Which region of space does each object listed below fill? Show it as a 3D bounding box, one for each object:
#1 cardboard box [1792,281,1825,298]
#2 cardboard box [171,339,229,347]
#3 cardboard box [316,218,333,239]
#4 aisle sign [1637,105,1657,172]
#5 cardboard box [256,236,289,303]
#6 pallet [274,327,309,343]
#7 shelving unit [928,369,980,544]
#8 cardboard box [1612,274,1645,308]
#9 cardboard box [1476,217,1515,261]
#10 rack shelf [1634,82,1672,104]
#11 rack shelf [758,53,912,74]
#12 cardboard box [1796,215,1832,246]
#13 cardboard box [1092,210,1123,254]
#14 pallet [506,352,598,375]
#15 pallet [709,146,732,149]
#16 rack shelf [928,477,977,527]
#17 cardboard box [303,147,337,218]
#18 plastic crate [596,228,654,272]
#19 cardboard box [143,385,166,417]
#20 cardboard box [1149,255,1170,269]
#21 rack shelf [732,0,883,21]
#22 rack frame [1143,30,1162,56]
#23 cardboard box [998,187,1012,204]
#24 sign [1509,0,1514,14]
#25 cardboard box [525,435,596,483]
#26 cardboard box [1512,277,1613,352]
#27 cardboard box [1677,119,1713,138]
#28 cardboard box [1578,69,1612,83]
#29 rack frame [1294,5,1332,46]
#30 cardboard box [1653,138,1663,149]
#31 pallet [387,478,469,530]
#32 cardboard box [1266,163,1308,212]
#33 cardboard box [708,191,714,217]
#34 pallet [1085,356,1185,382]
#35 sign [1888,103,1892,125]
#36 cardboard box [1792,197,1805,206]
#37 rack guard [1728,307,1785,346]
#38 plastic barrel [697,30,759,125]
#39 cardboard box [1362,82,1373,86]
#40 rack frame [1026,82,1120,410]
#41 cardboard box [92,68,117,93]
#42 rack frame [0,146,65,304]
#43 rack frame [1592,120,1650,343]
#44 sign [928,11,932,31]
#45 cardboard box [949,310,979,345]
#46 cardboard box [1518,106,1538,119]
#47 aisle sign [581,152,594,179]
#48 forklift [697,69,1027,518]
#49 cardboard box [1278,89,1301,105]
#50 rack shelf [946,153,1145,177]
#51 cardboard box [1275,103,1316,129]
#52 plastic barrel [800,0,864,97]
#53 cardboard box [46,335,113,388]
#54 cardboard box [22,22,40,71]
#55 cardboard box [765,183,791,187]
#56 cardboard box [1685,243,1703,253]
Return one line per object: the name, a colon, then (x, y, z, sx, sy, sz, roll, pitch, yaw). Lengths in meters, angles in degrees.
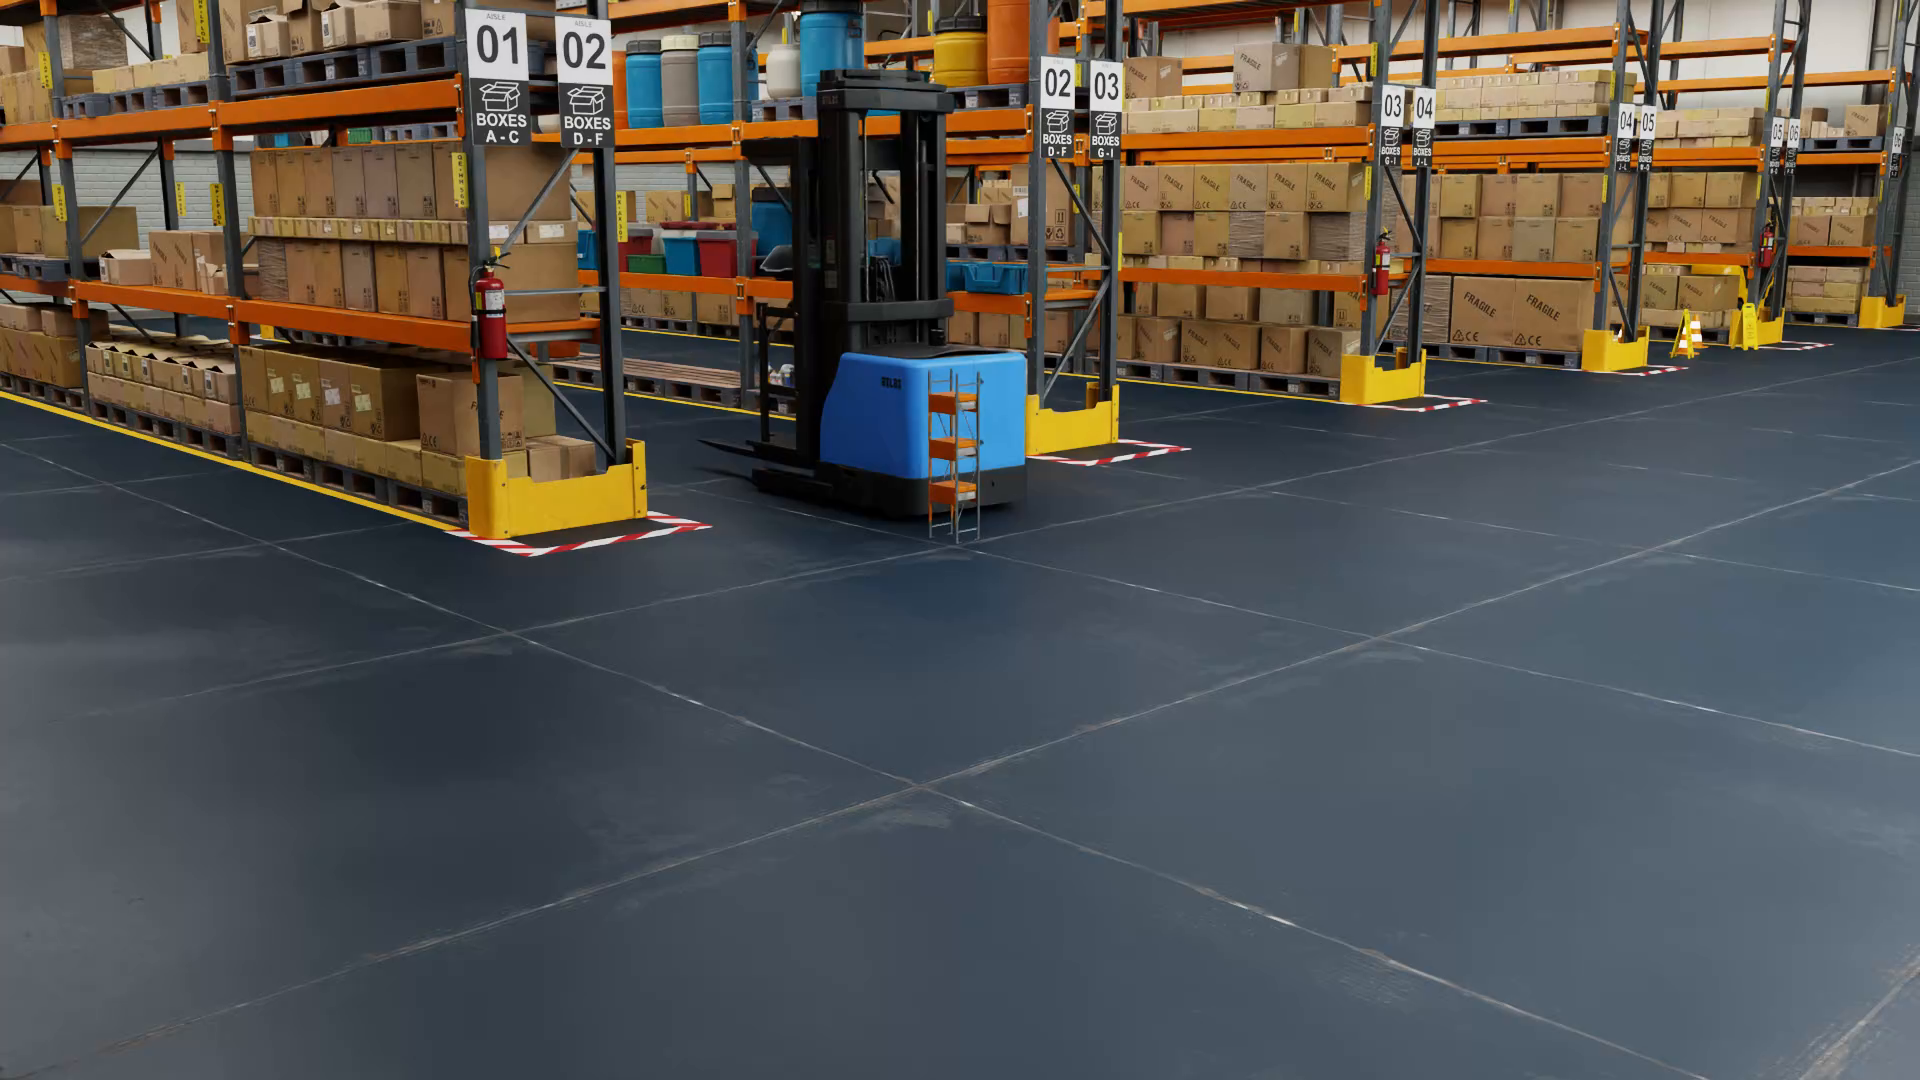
cardboard box: (14.391, -4.236, 28.046, 0.500, 0.250, 0.500, -11, 16, -43)
cardboard box: (-7.252, -1.761, 15.883, 0.500, 0.311, 0.500, -11, 16, -43)
cardboard box: (-4.455, -2.274, 12.132, 0.250, 0.149, 0.380, 11, 16, 43)
aisle sign: (8.460, -4.938, 20.477, 0.394, 0.787, 0.004, -11, 16, -43)
cardboard box: (-5.082, -2.146, 13.119, 0.500, 0.500, 0.700, 11, 16, 44)
pallet: (-9.553, -3.110, 24.958, 1.003, 0.211, 1.213, -11, 16, -43)
shelving unit: (-0.037, -0.522, 10.317, 0.215, 1.050, 0.252, -11, 16, -43)
cardboard box: (10.256, -3.795, 25.286, 0.500, 0.500, 0.500, 11, 16, 44)
cardboard box: (7.213, -3.931, 21.660, 0.875, 0.550, 0.550, -11, 16, -43)
rack shelf: (11.148, -8.296, 31.124, 1.077, 0.370, 4.000, -11, 16, -43)
rack shelf: (-2.369, -6.806, 23.894, 1.077, 0.370, 4.000, -11, 16, -43)
cardboard box: (14.410, -5.191, 27.901, 0.500, 0.500, 0.500, -10, 15, -41)
cardboard box: (2.040, -3.661, 19.736, 0.875, 0.500, 0.500, -11, 16, -43)
pallet: (-5.145, -2.178, 20.432, 1.003, 0.211, 1.213, -11, 16, -43)
pallet: (-3.082, -5.957, 24.904, 1.217, 0.209, 0.805, 11, 16, 43)
rack shelf: (-0.037, -0.239, 10.375, 0.215, 0.259, 0.240, -11, 16, -43)
cardboard box: (-4.387, -2.634, 12.275, 0.700, 0.500, 0.500, -11, 16, -43)
plastic crate: (-3.676, -3.187, 18.262, 0.402, 0.464, 0.583, -11, 16, -43)
cardboard box: (-6.941, -1.263, 14.855, 0.500, 0.250, 0.500, -10, 16, -41)
cardboard box: (2.384, -3.196, 19.086, 0.380, 0.149, 0.250, -11, 16, -43)
rack shelf: (-0.427, -4.949, 14.877, 1.077, 0.370, 4.000, -11, 16, -43)
rack frame: (4.242, -10.303, 38.095, 1.000, 3.000, 0.127, -11, 16, -43)
cardboard box: (1.142, -7.027, 34.335, 0.500, 0.500, 0.500, 11, 16, 44)
sign: (8.544, -8.317, 25.744, 0.100, 0.325, 0.005, -11, 16, -43)
cardboard box: (-2.840, -0.545, 11.371, 0.500, 0.250, 0.500, -11, 16, -43)
cardboard box: (7.678, -2.888, 21.194, 0.875, 0.875, 0.875, -11, 16, -42)
cardboard box: (10.819, -5.992, 24.235, 0.500, 0.250, 0.500, -11, 16, -43)
cardboard box: (7.716, -5.626, 20.185, 0.380, 0.149, 0.250, -11, 16, -42)
rack frame: (6.179, -8.444, 29.068, 1.000, 3.000, 0.127, -11, 16, -43)
cardboard box: (10.391, -5.888, 24.718, 0.250, 0.149, 0.380, 11, 16, 44)
pallet: (-3.189, -0.317, 11.400, 1.003, 0.211, 1.213, -11, 16, -43)
cardboard box: (3.629, -3.759, 17.735, 0.500, 0.500, 0.500, -11, 16, -43)
cardboard box: (-3.896, -5.253, 26.225, 0.500, 0.500, 0.500, -11, 16, -43)
pallet: (2.264, -2.082, 19.966, 1.003, 0.211, 1.213, -11, 16, -43)
sign: (14.889, -6.820, 26.625, 0.100, 0.325, 0.005, -11, 16, -43)
cardboard box: (14.120, -5.701, 28.028, 0.380, 0.149, 0.250, -10, 16, -41)
rack guard: (11.652, -3.125, 24.312, 1.175, 0.500, 0.348, -11, 16, -43)
plastic barrel: (-2.316, -4.609, 16.647, 0.600, 0.901, 0.708, -11, 16, -43)
cardboard box: (5.614, -6.071, 22.342, 0.380, 0.149, 0.250, -11, 16, -43)
rack frame: (0.954, -2.267, 13.953, 1.000, 3.000, 0.127, -11, 16, -43)
cardboard box: (-7.801, -4.287, 15.659, 0.500, 0.250, 0.500, 10, 15, 41)
rack frame: (-10.918, -3.328, 19.106, 1.000, 3.000, 0.127, -11, 16, -43)
rack frame: (8.194, -3.633, 20.586, 1.000, 3.000, 0.127, -11, 16, -43)
sign: (-0.498, -8.746, 28.025, 0.100, 0.325, 0.005, -11, 16, -43)
cardboard box: (0.278, -2.860, 21.936, 0.700, 0.500, 0.500, -9, 15, -38)
cardboard box: (7.194, -5.347, 20.803, 0.380, 0.149, 0.250, -11, 16, -42)
aisle sign: (-6.345, -6.617, 28.629, 0.394, 0.787, 0.004, -11, 16, -43)
forklift: (-0.861, -1.819, 11.950, 1.130, 2.935, 3.031, -9, 15, -38)
cardboard box: (3.565, -4.657, 17.506, 0.380, 0.149, 0.250, -11, 16, -42)
rack shelf: (1.288, -6.209, 27.440, 1.077, 0.370, 4.000, -11, 16, -43)
cardboard box: (3.673, -4.460, 17.537, 0.500, 0.250, 0.500, -11, 16, -42)
plastic barrel: (-1.198, -4.611, 15.613, 0.600, 0.901, 0.708, -11, 16, -43)
cardboard box: (-8.971, -1.839, 16.984, 0.500, 0.500, 0.500, -10, 15, -40)
cardboard box: (-9.156, -4.966, 16.894, 0.500, 0.500, 0.500, -11, 16, -43)
cardboard box: (-2.397, -4.966, 24.322, 0.797, 0.503, 0.637, -10, 15, -41)
cardboard box: (10.874, -4.301, 24.452, 0.380, 0.149, 0.250, -11, 16, -44)
